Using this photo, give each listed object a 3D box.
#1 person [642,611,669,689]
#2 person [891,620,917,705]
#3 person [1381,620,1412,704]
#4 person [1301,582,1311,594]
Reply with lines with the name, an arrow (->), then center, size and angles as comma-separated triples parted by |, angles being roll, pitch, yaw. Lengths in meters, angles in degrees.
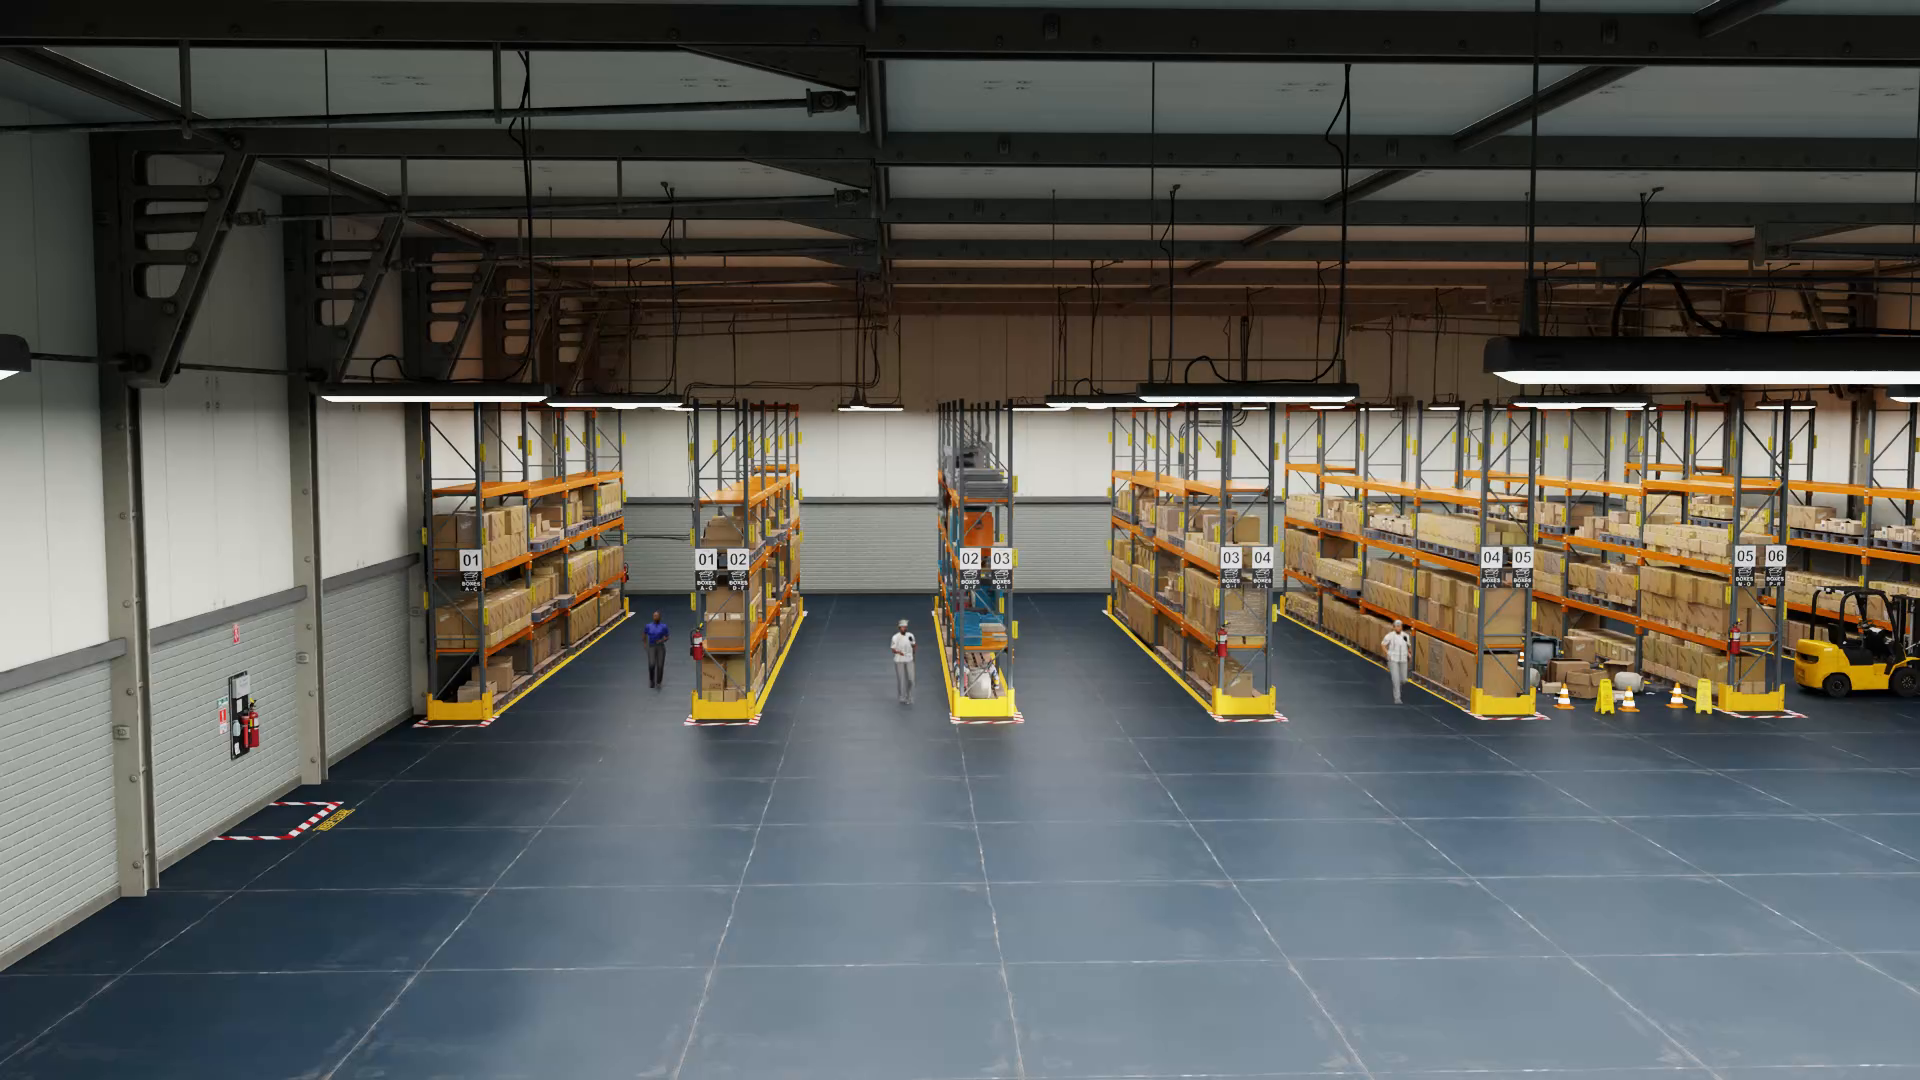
person -> -6.293, 2.284, 34.422 | 0.550, 1.626, 0.646 | -1, 4, -10
person -> -1.084, 2.407, 32.688 | 0.548, 1.703, 0.681 | -1, 4, -12
person -> 8.706, 2.403, 33.143 | 0.608, 1.631, 0.644 | 0, 4, -1
person -> 10.168, 1.180, 48.799 | 0.554, 1.655, 0.602 | -1, 4, -11
